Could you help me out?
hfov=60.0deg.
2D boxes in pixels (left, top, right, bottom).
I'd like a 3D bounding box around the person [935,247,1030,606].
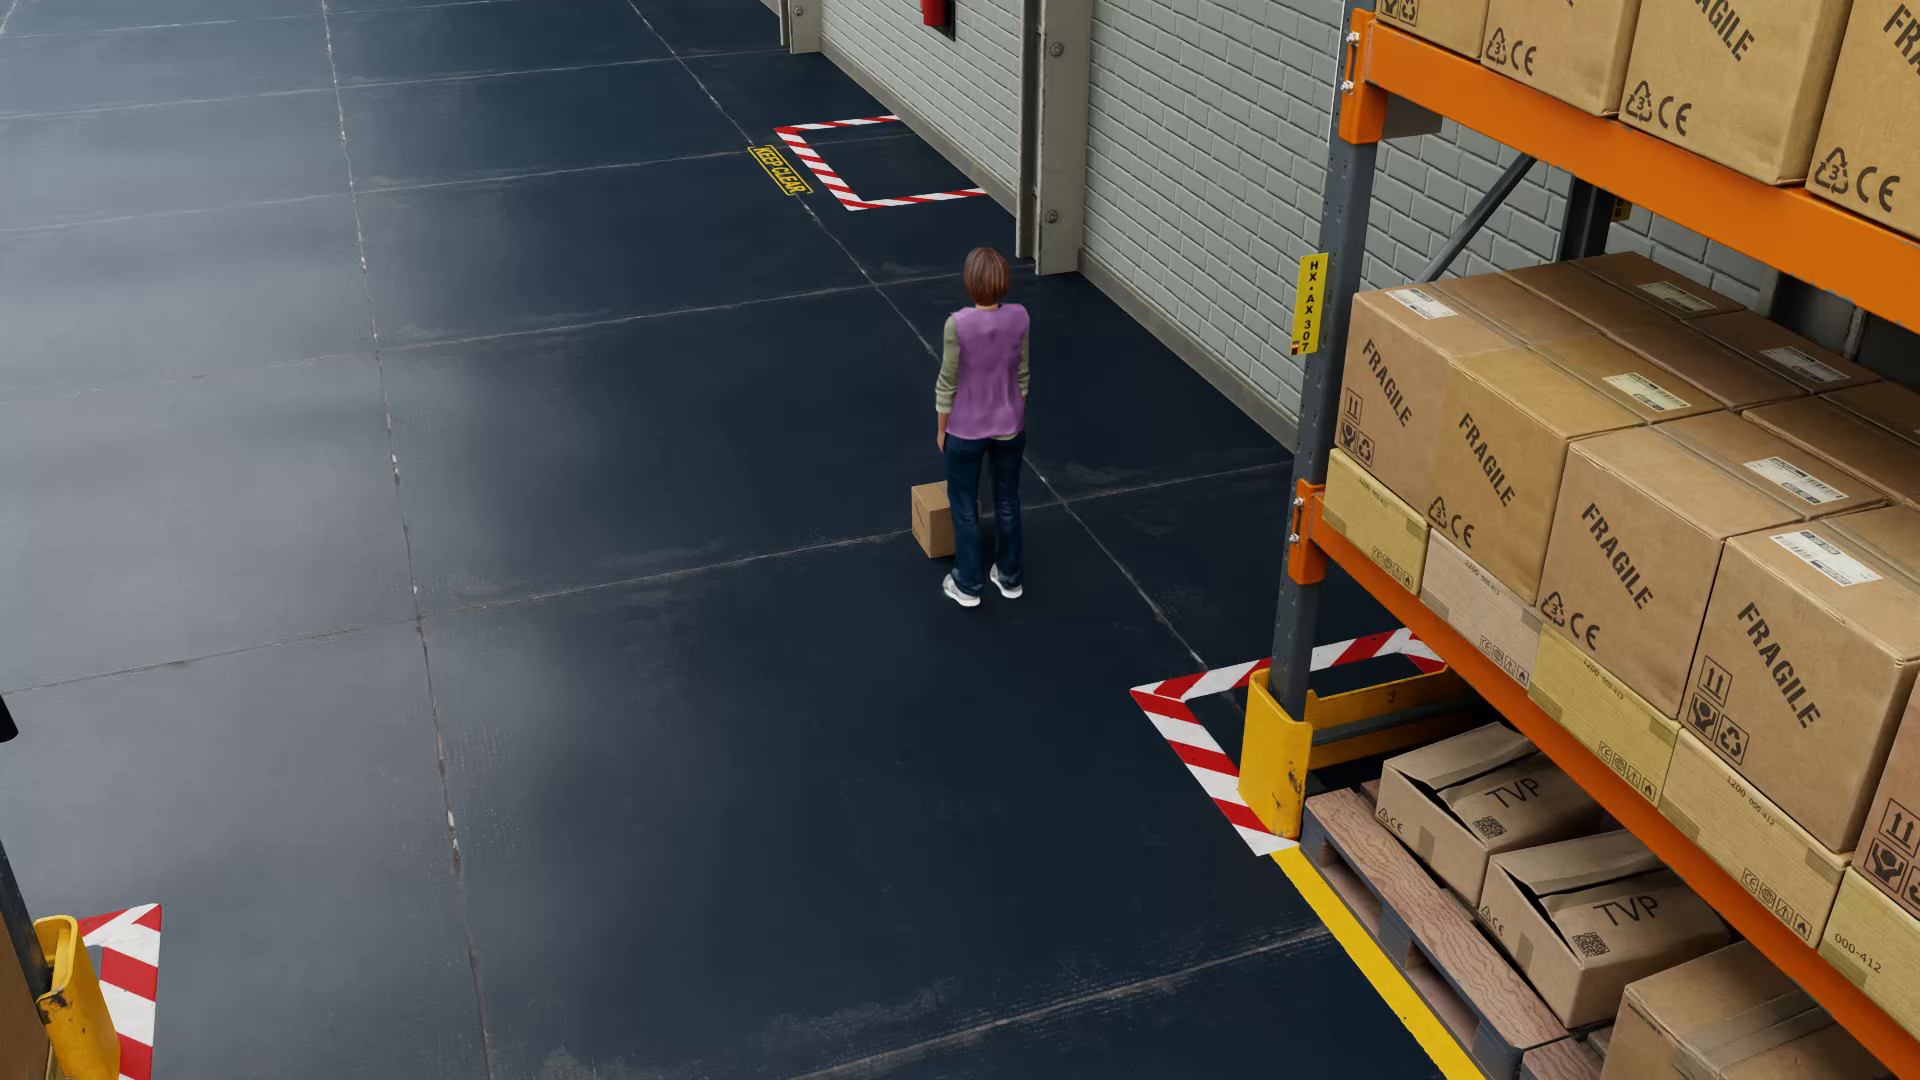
[{"bbox_3d":[0.091,-0.457,6.928,0.407,1.605,0.304,-10,32,-16],"label":"person"}]
